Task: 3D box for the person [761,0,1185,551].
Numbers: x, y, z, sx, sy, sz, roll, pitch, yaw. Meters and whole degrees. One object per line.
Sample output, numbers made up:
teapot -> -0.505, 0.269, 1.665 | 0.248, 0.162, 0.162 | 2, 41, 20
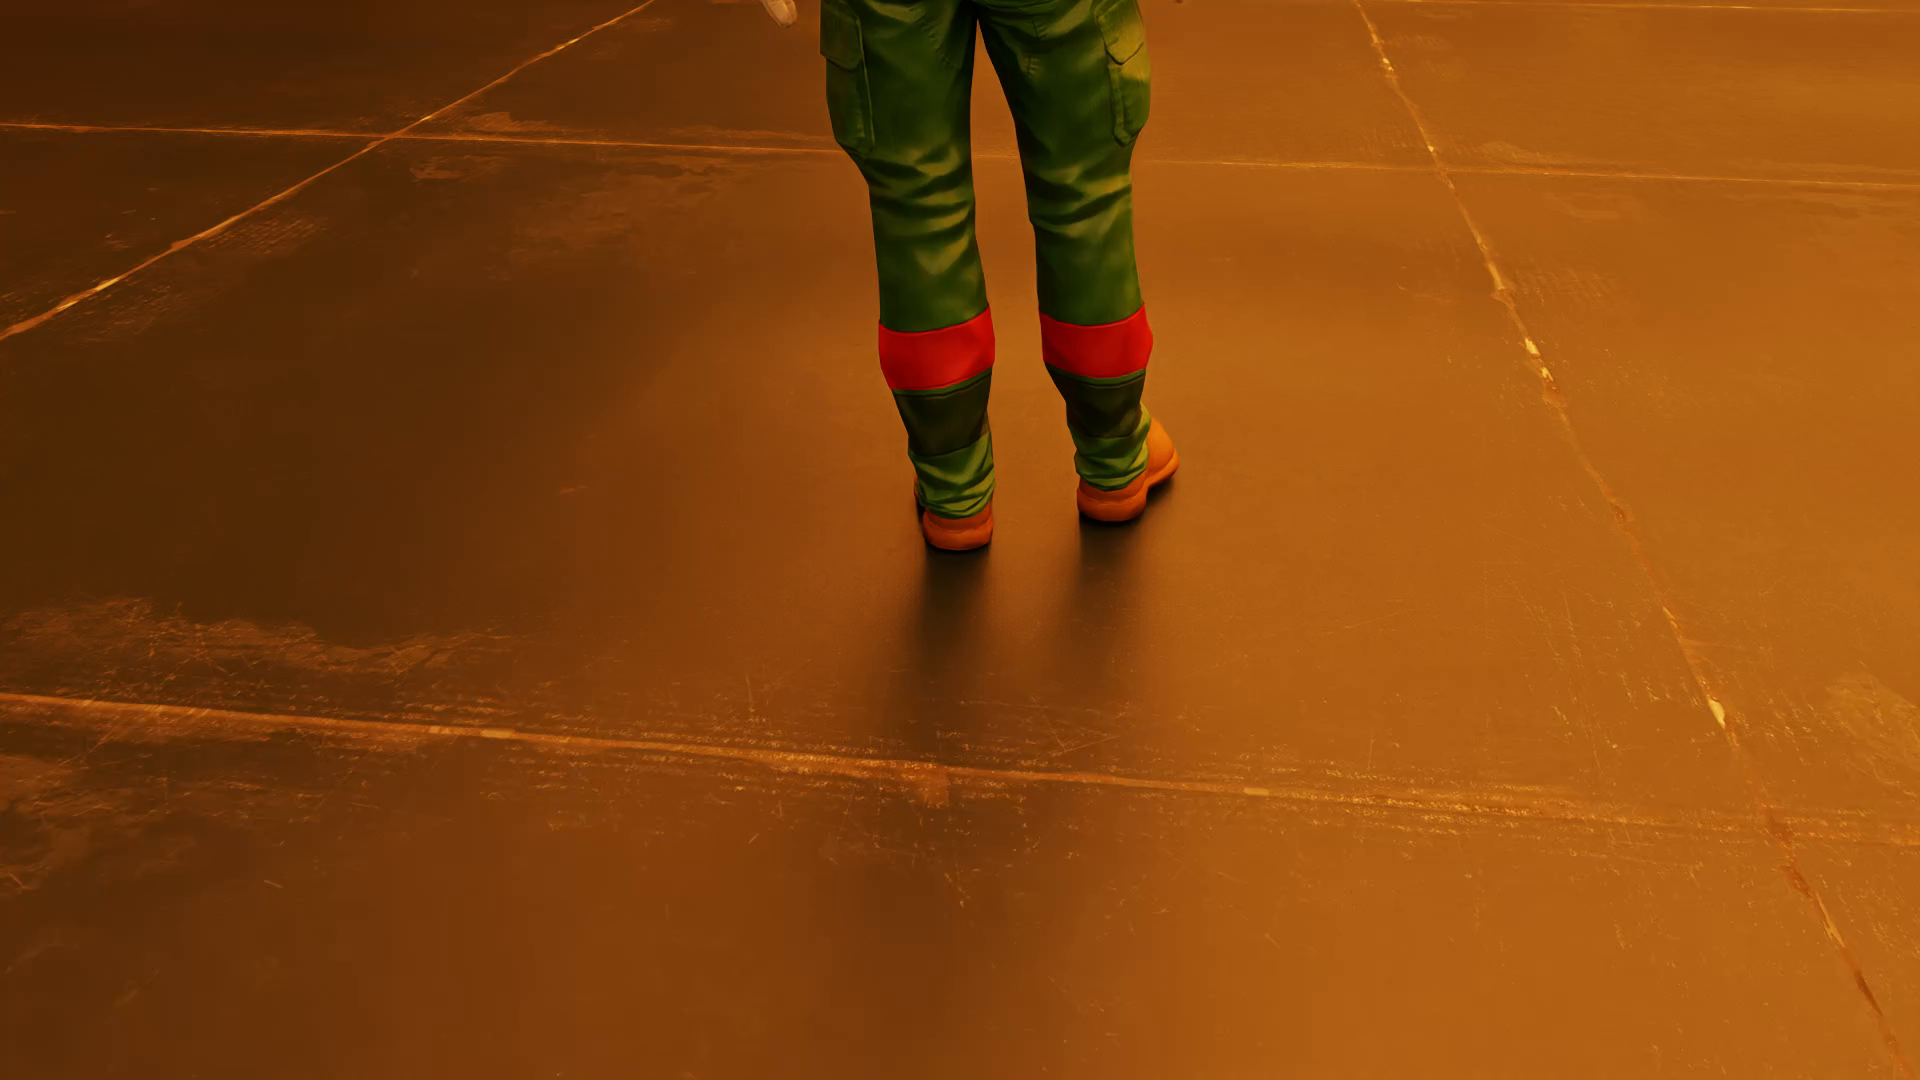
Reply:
person -> 0.023, -0.842, 2.168 | 0.637, 1.790, 0.562 | 3, 27, 7
